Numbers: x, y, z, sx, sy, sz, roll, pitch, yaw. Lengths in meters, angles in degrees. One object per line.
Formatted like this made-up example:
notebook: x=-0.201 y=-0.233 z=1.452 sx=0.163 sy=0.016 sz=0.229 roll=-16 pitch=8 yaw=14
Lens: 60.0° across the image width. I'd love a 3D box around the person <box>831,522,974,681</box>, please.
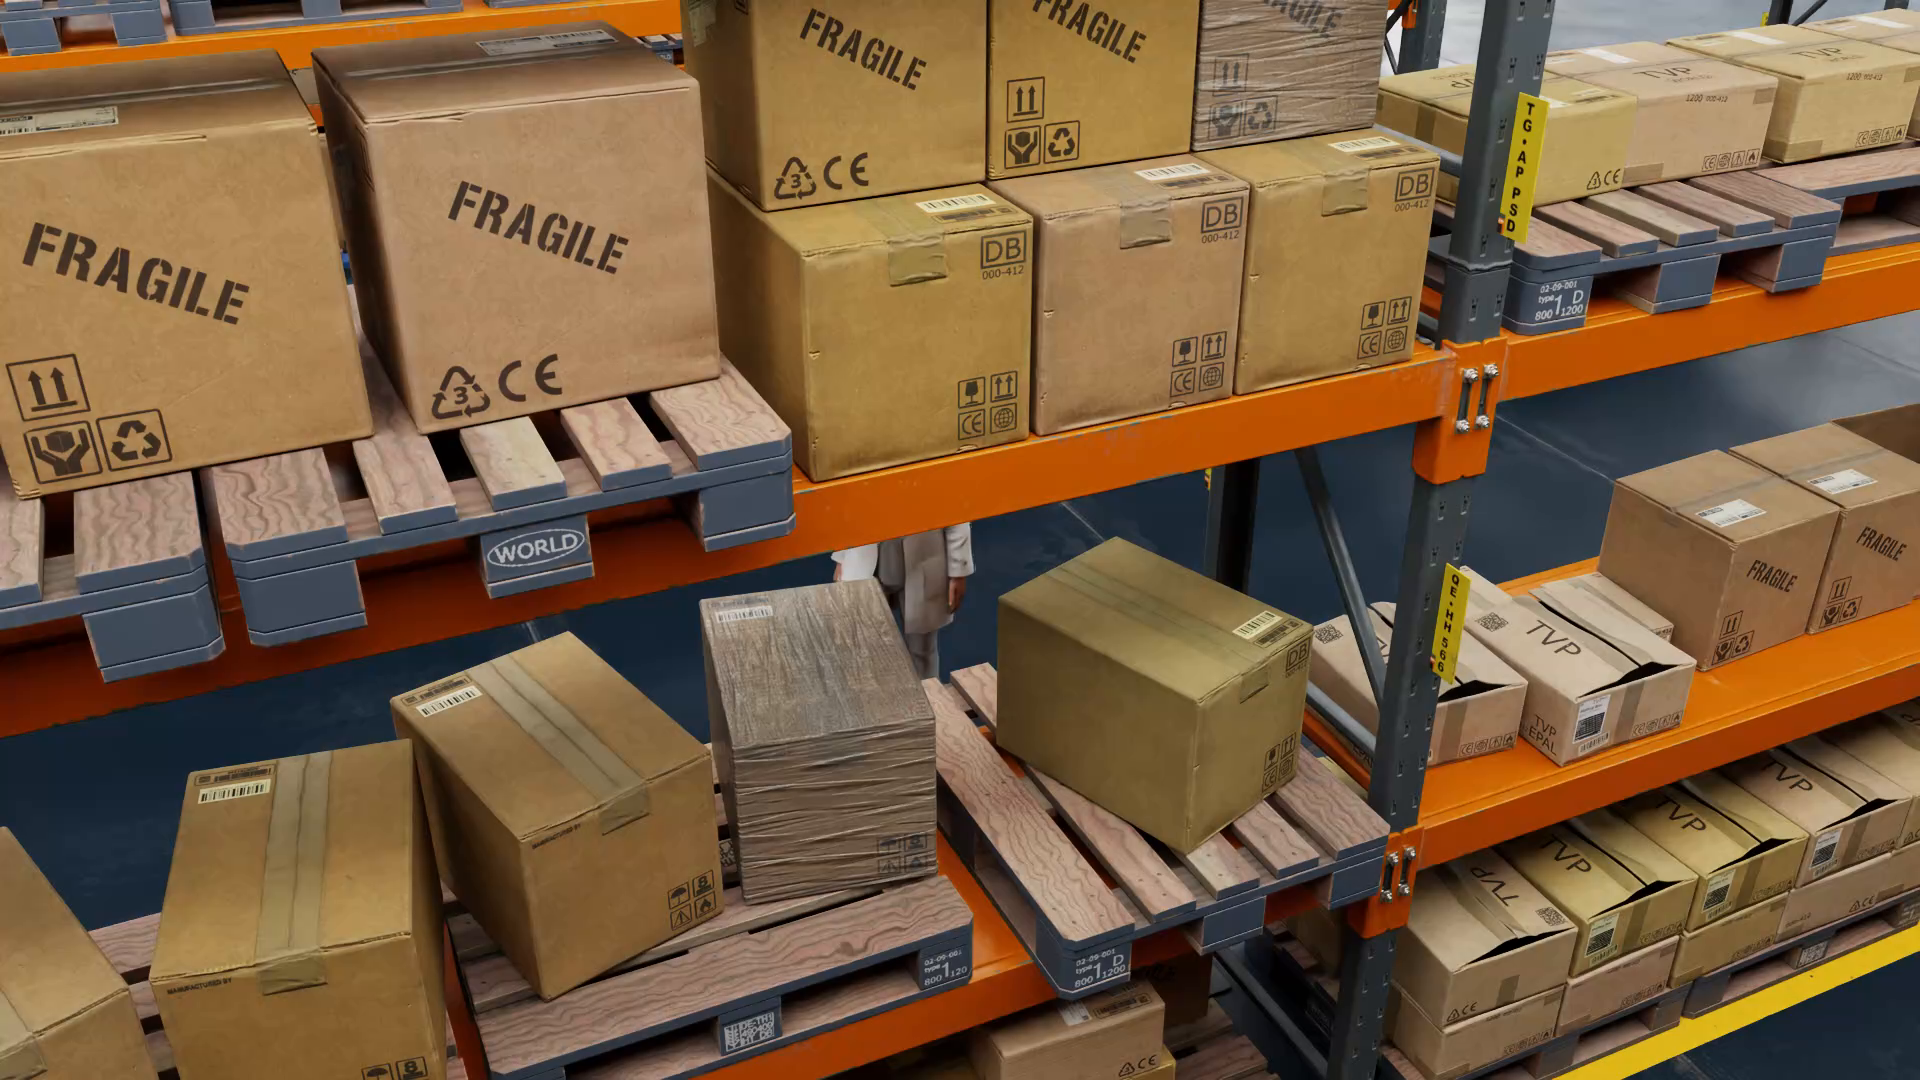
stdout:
person: x=-0.241 y=0.119 z=6.907 sx=0.613 sy=1.778 sz=0.482 roll=4 pitch=29 yaw=7
